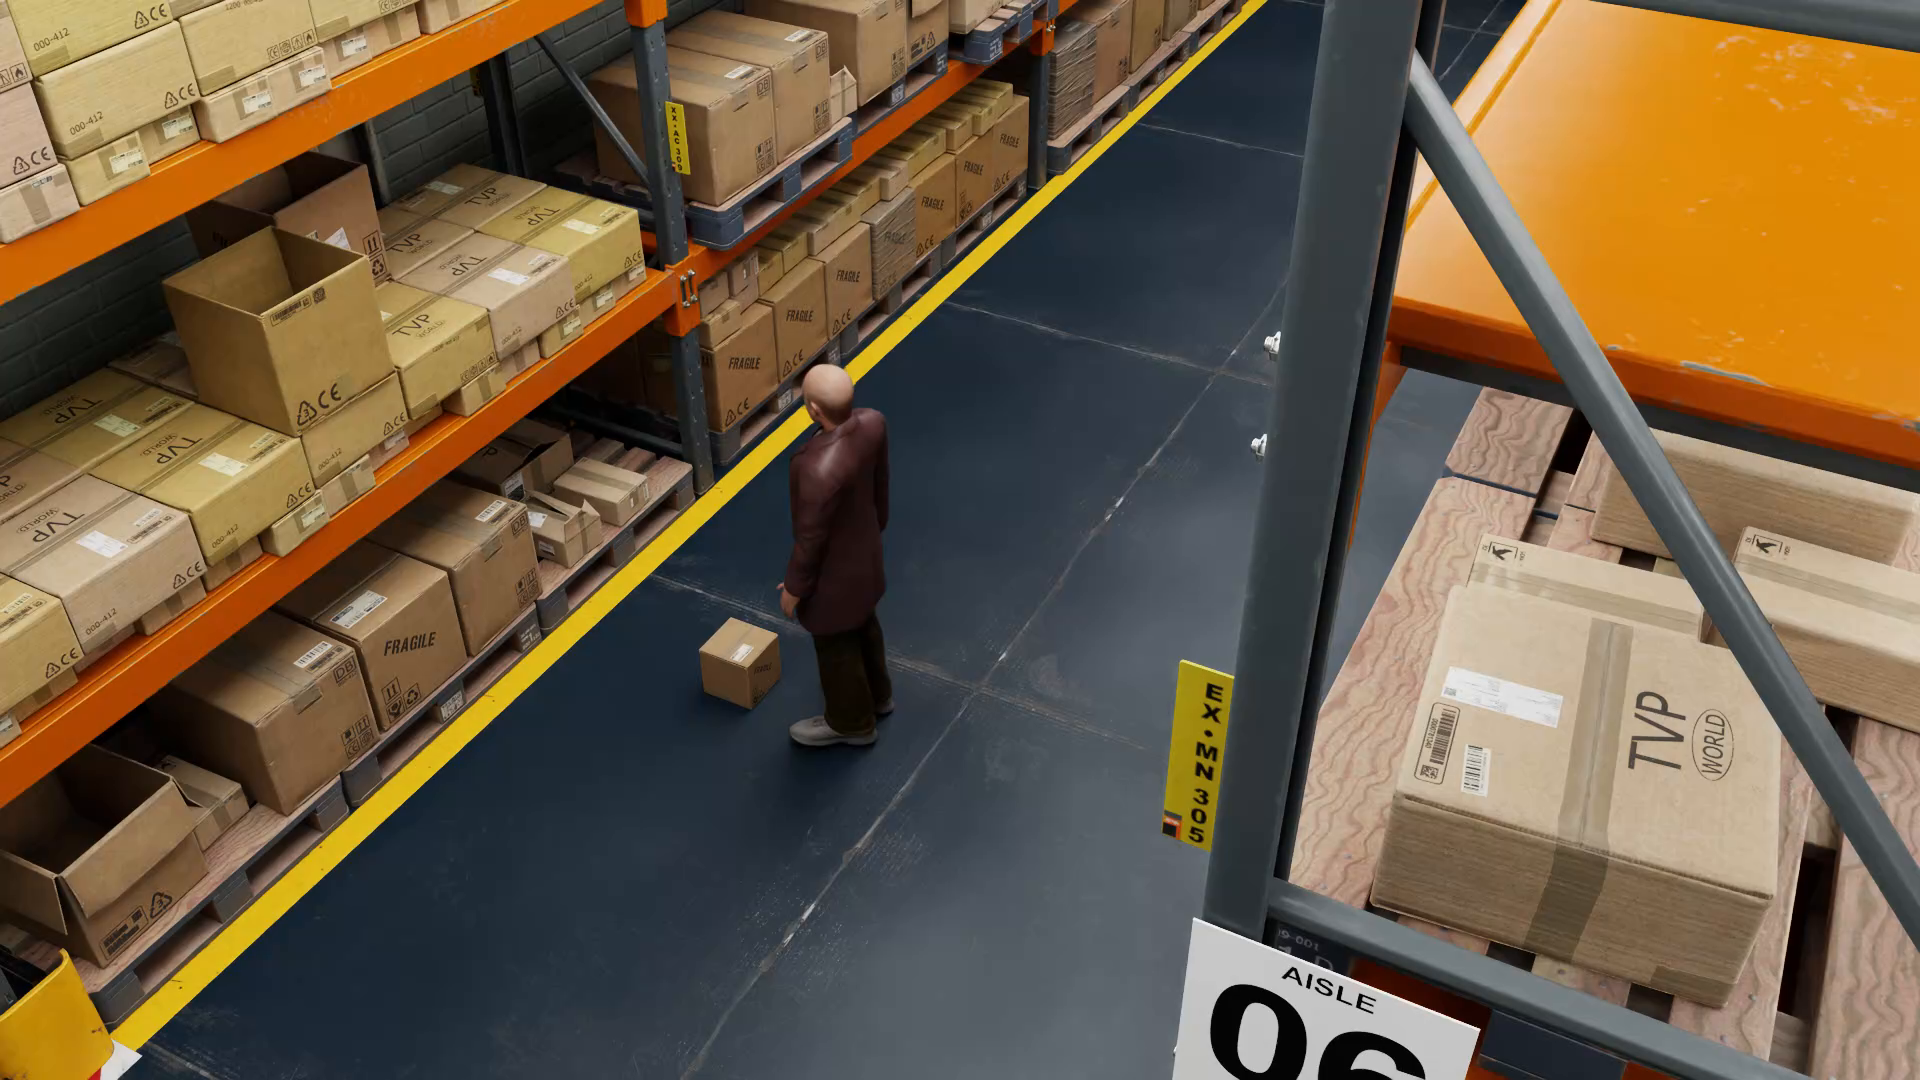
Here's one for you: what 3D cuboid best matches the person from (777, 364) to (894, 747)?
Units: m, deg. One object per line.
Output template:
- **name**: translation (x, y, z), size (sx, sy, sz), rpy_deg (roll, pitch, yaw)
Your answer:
- **person**: translation (-0.502, 0.070, 6.634), size (0.373, 1.783, 0.601), rpy_deg (14, 40, 17)
